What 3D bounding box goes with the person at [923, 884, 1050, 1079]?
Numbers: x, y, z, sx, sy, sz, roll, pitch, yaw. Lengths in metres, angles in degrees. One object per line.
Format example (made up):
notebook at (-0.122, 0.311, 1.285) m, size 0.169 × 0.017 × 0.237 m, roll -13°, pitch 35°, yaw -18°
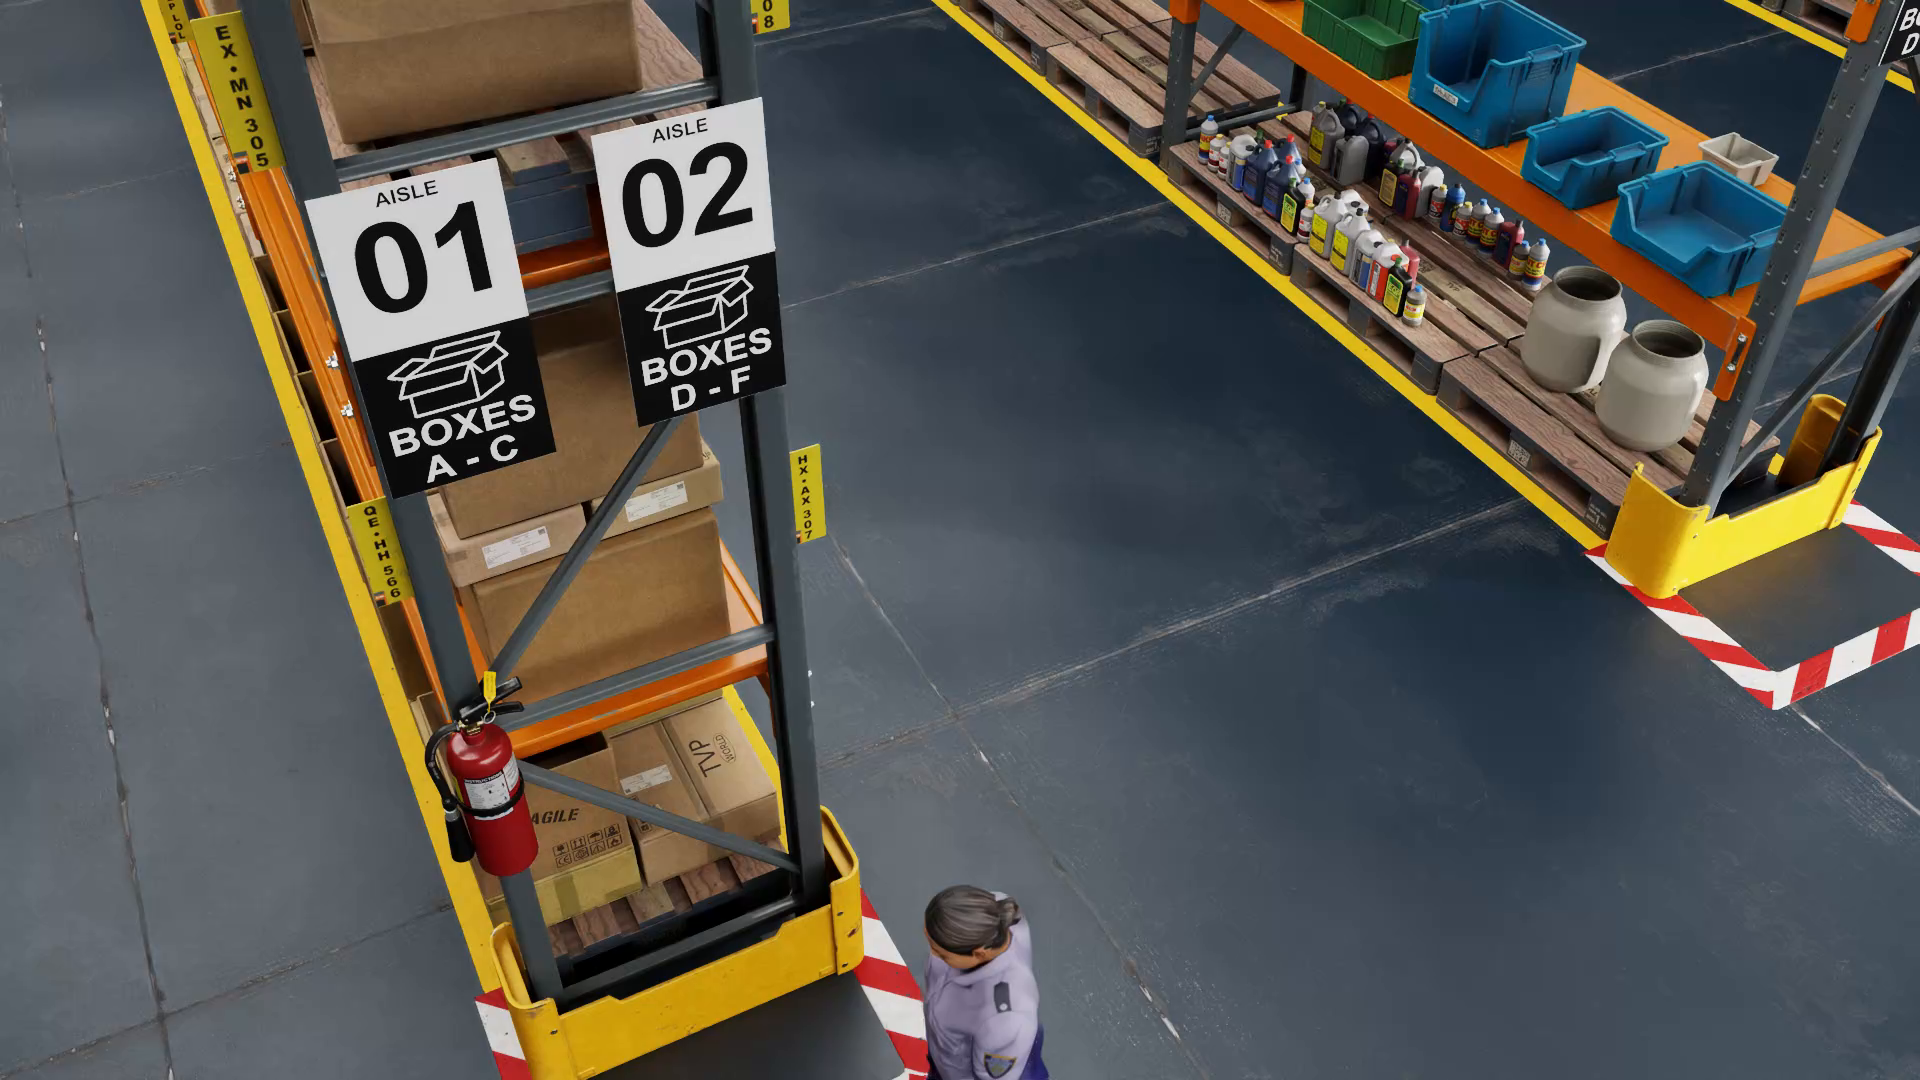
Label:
person at (0.070, 1.464, 4.537) m, size 0.349 × 1.631 × 0.483 m, roll -4°, pitch 42°, yaw -4°
